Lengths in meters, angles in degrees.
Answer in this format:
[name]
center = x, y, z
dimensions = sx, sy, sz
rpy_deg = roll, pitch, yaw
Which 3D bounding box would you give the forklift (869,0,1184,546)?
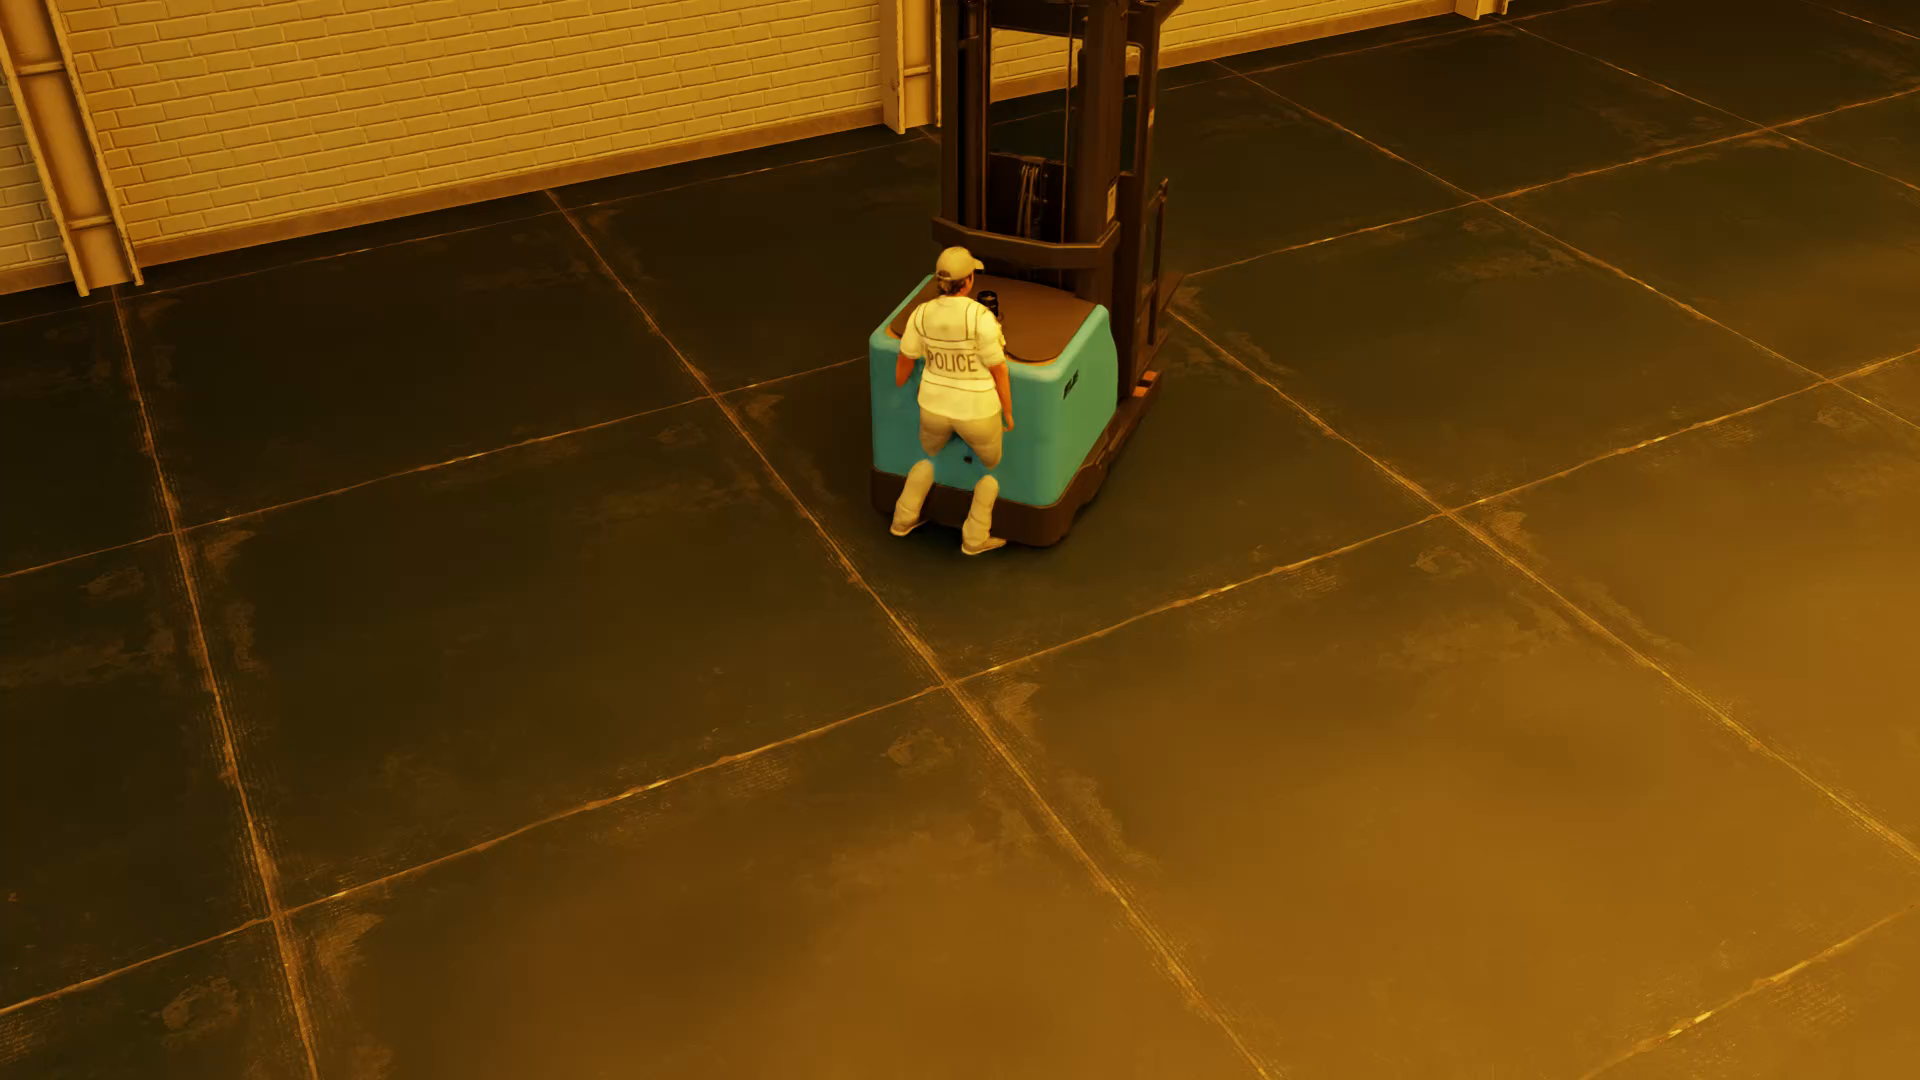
[forklift]
center = 0.555, -2.009, 8.966
dimensions = 1.130, 2.935, 3.031
rpy_deg = 13, 37, 18

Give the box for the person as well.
[person]
center = -0.043, -0.684, 8.247
dimensions = 0.694, 1.634, 0.411
rpy_deg = 14, 38, 19
